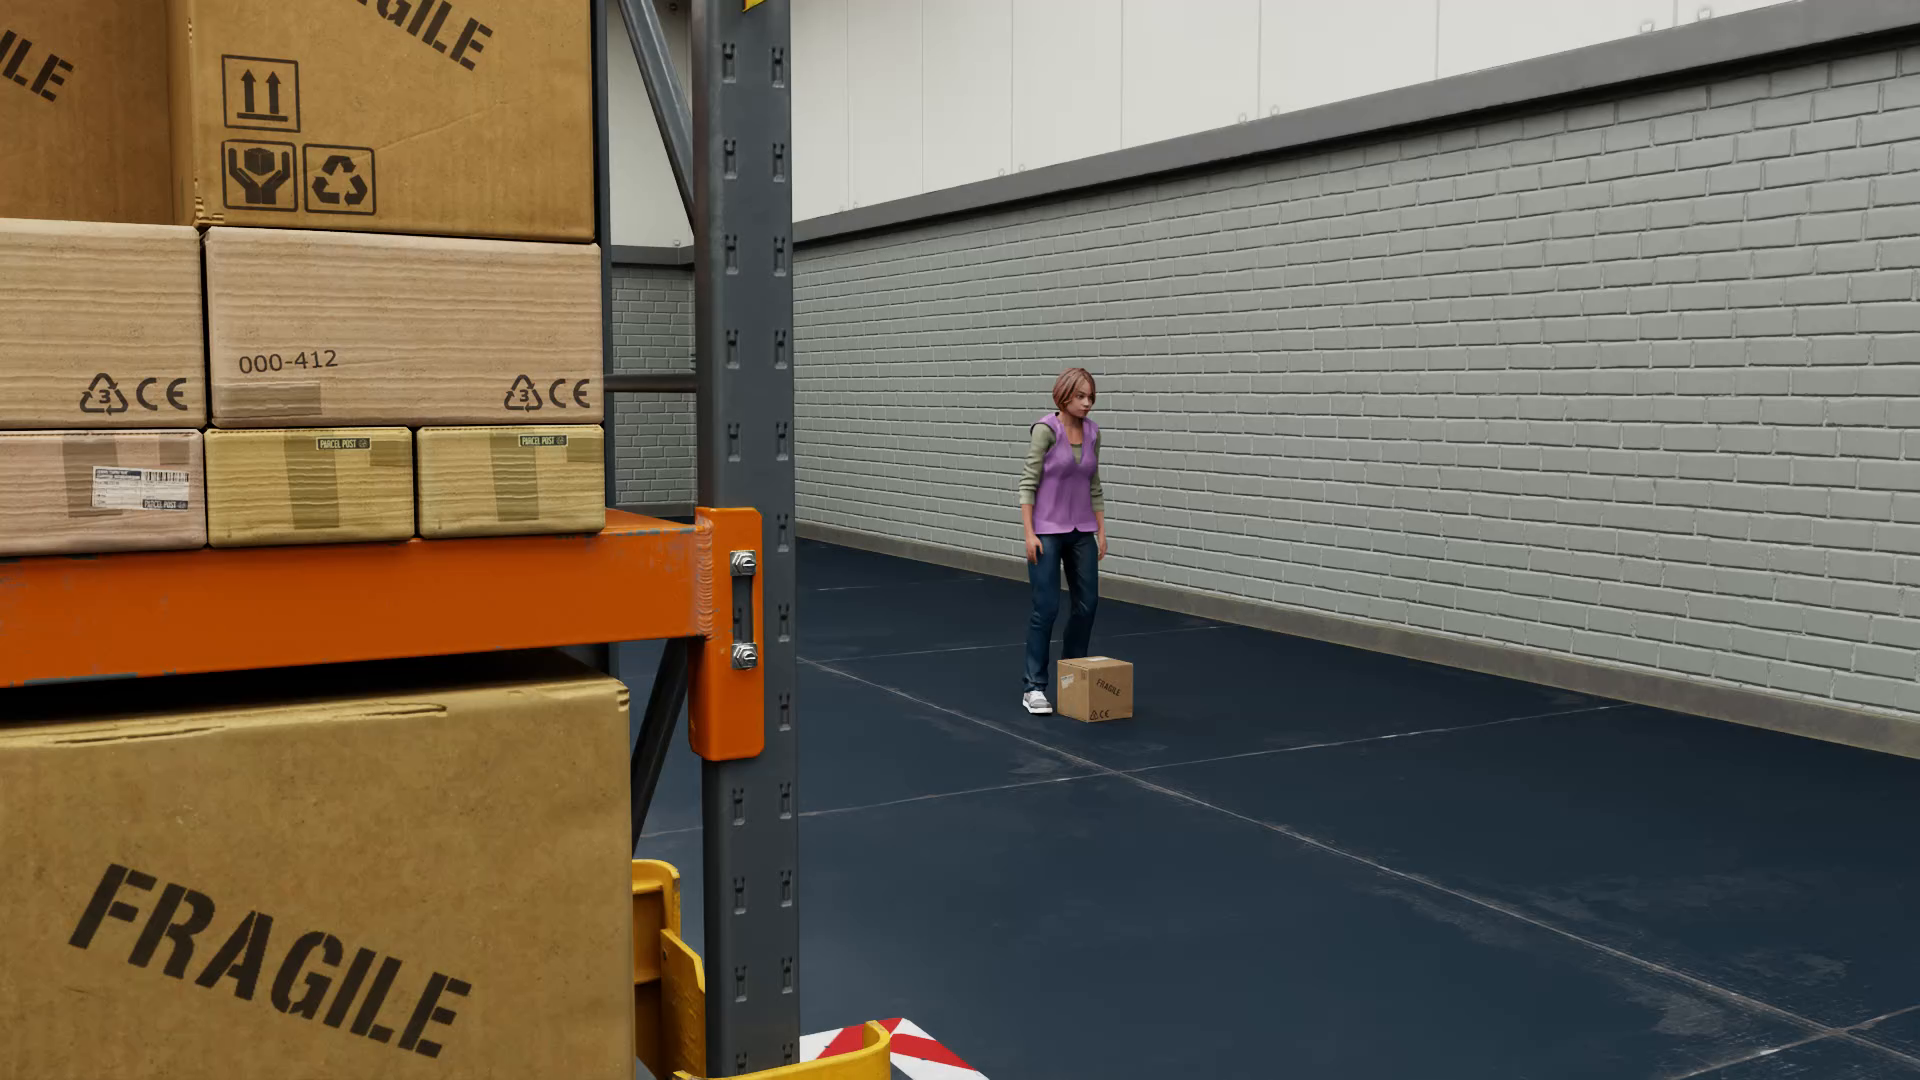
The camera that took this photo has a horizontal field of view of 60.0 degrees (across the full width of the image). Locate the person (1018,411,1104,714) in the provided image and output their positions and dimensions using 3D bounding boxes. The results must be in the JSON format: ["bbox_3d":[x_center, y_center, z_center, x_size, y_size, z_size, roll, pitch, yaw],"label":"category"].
[{"bbox_3d":[0.485,0.095,7.787,0.460,1.392,0.341,-3,6,-30],"label":"person"}]
